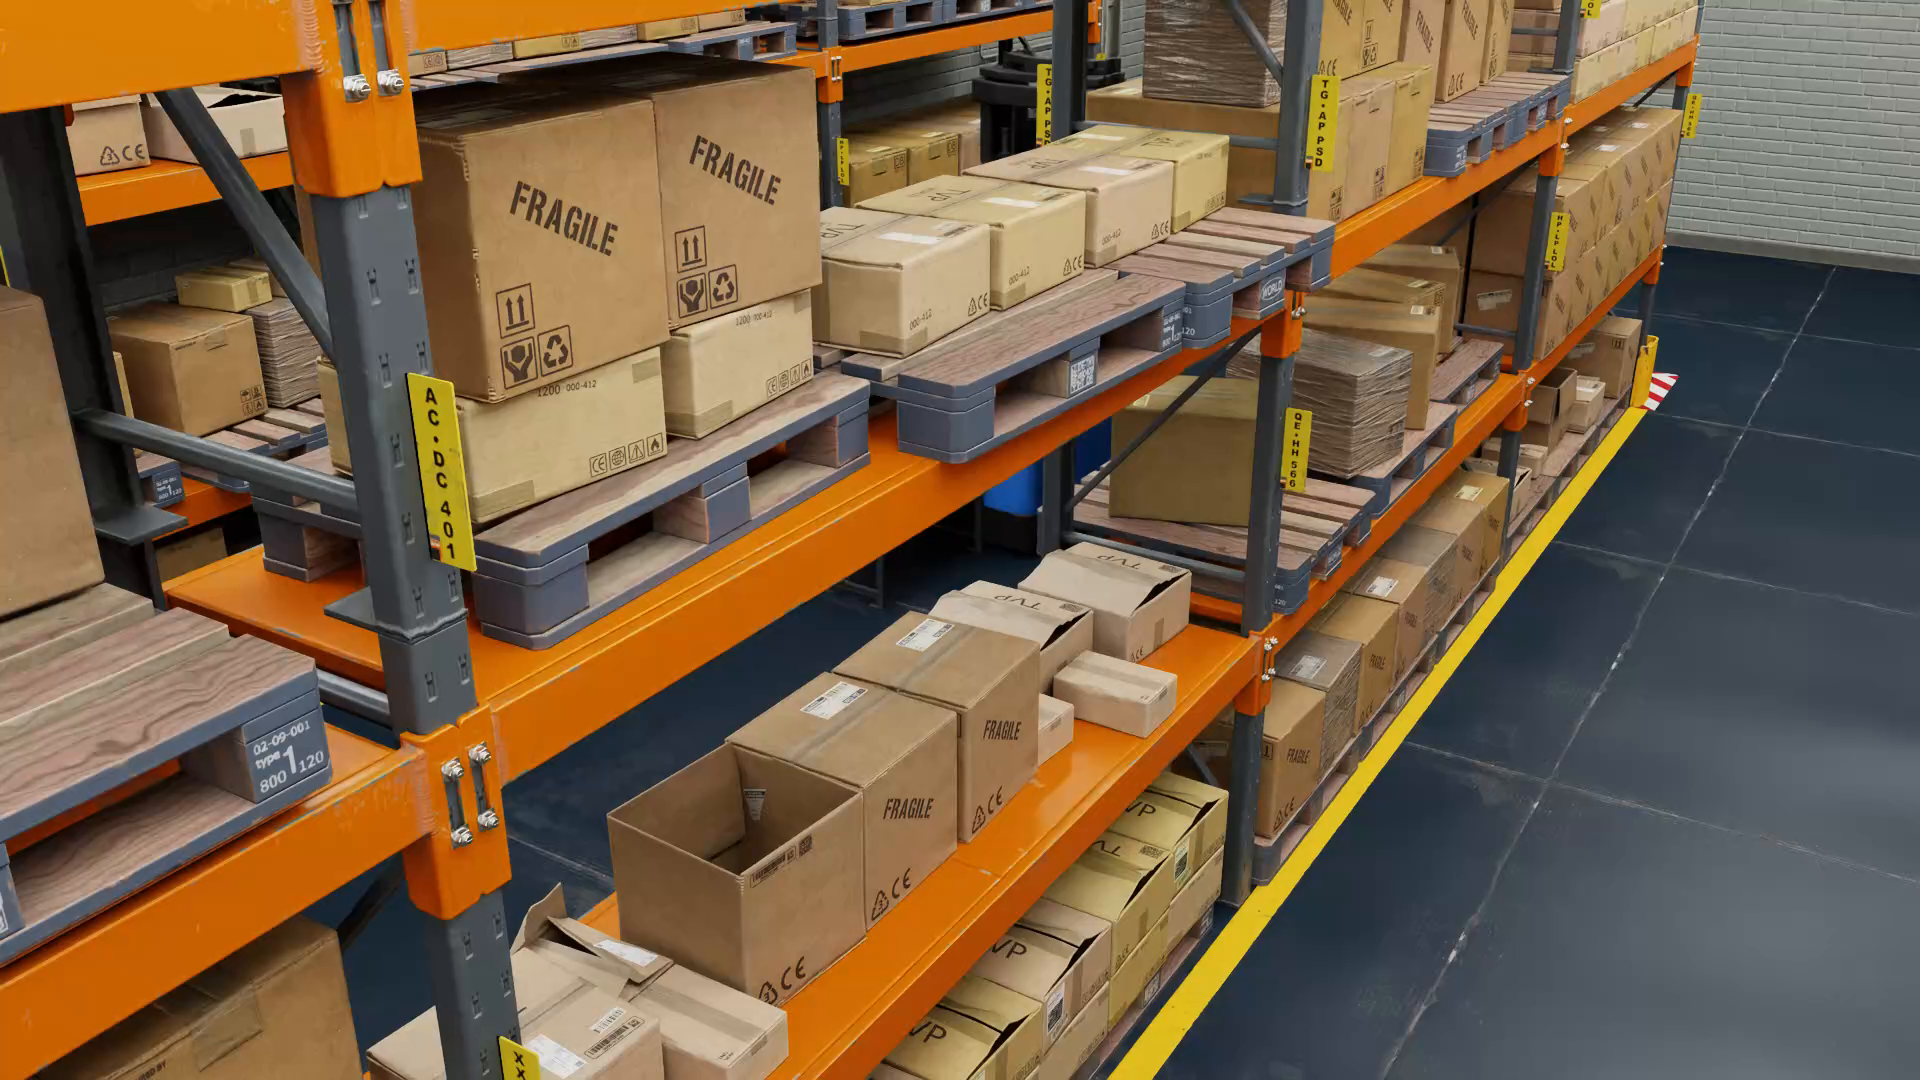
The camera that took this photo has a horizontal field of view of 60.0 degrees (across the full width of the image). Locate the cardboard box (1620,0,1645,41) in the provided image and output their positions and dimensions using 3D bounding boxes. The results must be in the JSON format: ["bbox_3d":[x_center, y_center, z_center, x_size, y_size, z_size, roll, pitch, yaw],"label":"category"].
[{"bbox_3d":[3.912,-3.258,10.283,0.500,0.250,0.500,14,27,29],"label":"cardboard box"}]

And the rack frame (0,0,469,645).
[{"bbox_3d":[-1.311,-1.326,2.486,1.000,3.000,0.127,14,27,29],"label":"rack frame"}]

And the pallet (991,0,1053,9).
[{"bbox_3d":[0.426,-4.743,14.267,1.003,0.211,1.213,14,27,29],"label":"pallet"}]

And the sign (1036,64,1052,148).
[{"bbox_3d":[0.339,-1.651,6.362,0.100,0.325,0.005,14,27,29],"label":"sign"}]

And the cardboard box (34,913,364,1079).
[{"bbox_3d":[-1.540,0.937,3.051,0.700,0.500,0.500,14,27,29],"label":"cardboard box"}]

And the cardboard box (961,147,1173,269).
[{"bbox_3d":[0.346,-1.078,5.348,0.500,0.250,0.500,15,27,30],"label":"cardboard box"}]

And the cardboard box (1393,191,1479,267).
[{"bbox_3d":[2.955,-2.003,10.216,0.500,0.500,0.500,14,27,29],"label":"cardboard box"}]

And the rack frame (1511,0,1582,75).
[{"bbox_3d":[2.909,-4.026,8.723,1.000,3.000,0.127,14,27,29],"label":"rack frame"}]

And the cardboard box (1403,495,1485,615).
[{"bbox_3d":[2.624,0.064,9.419,0.500,0.500,0.500,14,27,29],"label":"cardboard box"}]

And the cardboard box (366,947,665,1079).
[{"bbox_3d":[-1.089,1.321,4.113,0.500,0.250,0.500,16,28,32],"label":"cardboard box"}]

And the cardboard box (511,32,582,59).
[{"bbox_3d":[-2.667,-3.134,9.758,0.700,0.500,0.500,15,28,32],"label":"cardboard box"}]

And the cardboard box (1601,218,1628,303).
[{"bbox_3d":[4.209,-1.948,11.347,0.500,0.500,0.500,13,27,28],"label":"cardboard box"}]

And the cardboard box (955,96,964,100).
[{"bbox_3d":[0.548,-3.623,14.967,0.980,0.700,0.700,15,28,31],"label":"cardboard box"}]

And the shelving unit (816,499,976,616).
[{"bbox_3d":[-0.405,-0.471,9.950,0.538,1.500,1.048,16,28,32],"label":"shelving unit"}]

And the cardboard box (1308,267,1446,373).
[{"bbox_3d":[2.160,-1.153,8.984,0.700,0.500,0.500,19,30,37],"label":"cardboard box"}]

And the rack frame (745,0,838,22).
[{"bbox_3d":[-1.302,-5.063,11.118,1.000,3.000,0.127,14,27,29],"label":"rack frame"}]

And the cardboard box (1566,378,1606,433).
[{"bbox_3d":[4.414,-1.014,12.223,0.500,0.250,0.500,14,27,29],"label":"cardboard box"}]

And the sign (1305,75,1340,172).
[{"bbox_3d":[1.266,-1.454,5.807,0.100,0.325,0.005,14,27,29],"label":"sign"}]

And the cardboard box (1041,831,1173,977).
[{"bbox_3d":[0.463,1.294,6.212,0.500,0.311,0.500,13,27,28],"label":"cardboard box"}]

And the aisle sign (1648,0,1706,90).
[{"bbox_3d":[5.315,-3.775,12.422,0.394,0.787,0.004,14,27,29],"label":"aisle sign"}]

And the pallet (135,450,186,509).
[{"bbox_3d":[-4.421,-0.195,7.666,1.003,0.211,1.213,14,27,29],"label":"pallet"}]

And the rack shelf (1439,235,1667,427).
[{"bbox_3d":[3.964,-1.618,11.617,1.077,0.370,4.000,14,27,29],"label":"rack shelf"}]

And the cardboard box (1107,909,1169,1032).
[{"bbox_3d":[0.459,1.550,6.327,0.500,0.250,0.500,14,27,28],"label":"cardboard box"}]

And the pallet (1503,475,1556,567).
[{"bbox_3d":[3.272,-0.225,11.004,1.003,0.211,1.213,14,27,29],"label":"pallet"}]

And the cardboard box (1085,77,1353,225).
[{"bbox_3d":[1.000,-1.500,6.537,0.910,0.500,0.500,14,27,29],"label":"cardboard box"}]

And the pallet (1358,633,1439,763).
[{"bbox_3d":[1.869,0.703,8.862,1.003,0.211,1.213,14,27,29],"label":"pallet"}]

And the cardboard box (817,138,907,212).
[{"bbox_3d":[-1.002,-2.627,12.665,0.980,0.700,0.700,14,27,30],"label":"cardboard box"}]

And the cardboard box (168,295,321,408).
[{"bbox_3d":[-3.651,-1.047,8.713,0.700,0.500,0.500,11,26,23],"label":"cardboard box"}]

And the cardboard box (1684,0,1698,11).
[{"bbox_3d":[4.964,-3.933,11.844,0.500,0.250,0.500,14,27,29],"label":"cardboard box"}]

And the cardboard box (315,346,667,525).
[{"bbox_3d":[-0.978,-0.279,3.504,0.500,0.250,0.500,17,29,34],"label":"cardboard box"}]

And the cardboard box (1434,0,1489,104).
[{"bbox_3d":[2.247,-2.549,8.307,0.600,0.600,0.600,14,27,28],"label":"cardboard box"}]

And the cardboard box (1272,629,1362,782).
[{"bbox_3d":[1.553,0.751,7.833,0.500,0.500,0.500,13,27,27],"label":"cardboard box"}]

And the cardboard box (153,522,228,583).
[{"bbox_3d":[-4.101,0.074,8.451,0.500,0.250,0.500,14,27,30],"label":"cardboard box"}]

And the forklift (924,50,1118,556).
[{"bbox_3d":[0.822,-1.775,11.162,1.130,2.935,3.031,16,28,32],"label":"forklift"}]

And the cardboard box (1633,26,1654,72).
[{"bbox_3d":[4.168,-3.199,10.777,0.500,0.250,0.500,14,27,29],"label":"cardboard box"}]

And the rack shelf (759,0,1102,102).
[{"bbox_3d":[-0.247,-4.031,13.416,1.077,0.370,4.000,14,27,29],"label":"rack shelf"}]

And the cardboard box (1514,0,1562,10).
[{"bbox_3d":[3.133,-3.326,9.498,0.700,0.500,0.500,14,27,29],"label":"cardboard box"}]

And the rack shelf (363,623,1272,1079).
[{"bbox_3d":[-0.256,1.082,5.380,1.077,0.370,4.000,14,27,29],"label":"rack shelf"}]

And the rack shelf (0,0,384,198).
[{"bbox_3d":[-2.366,-0.137,1.149,1.077,0.370,4.000,14,27,29],"label":"rack shelf"}]

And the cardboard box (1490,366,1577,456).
[{"bbox_3d":[3.895,-0.965,11.791,0.797,0.503,0.637,14,27,29],"label":"cardboard box"}]

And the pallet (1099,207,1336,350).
[{"bbox_3d":[0.517,-0.965,5.666,1.213,0.211,1.003,15,28,31],"label":"pallet"}]

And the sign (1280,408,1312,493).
[{"bbox_3d":[1.272,-0.339,6.300,0.100,0.325,0.005,14,27,29],"label":"sign"}]

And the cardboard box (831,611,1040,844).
[{"bbox_3d":[-0.073,0.601,5.460,0.500,0.500,0.500,12,26,26],"label":"cardboard box"}]

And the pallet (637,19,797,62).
[{"bbox_3d":[-1.744,-3.279,11.014,0.805,0.209,1.217,13,26,27],"label":"pallet"}]

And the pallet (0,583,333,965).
[{"bbox_3d":[-1.739,0.384,2.422,1.003,0.211,1.213,14,27,29],"label":"pallet"}]

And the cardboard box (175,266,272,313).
[{"bbox_3d":[-3.725,-1.271,8.414,0.380,0.149,0.250,9,25,20],"label":"cardboard box"}]

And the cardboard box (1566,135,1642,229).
[{"bbox_3d":[4.211,-2.400,11.134,0.500,0.500,0.500,15,27,31],"label":"cardboard box"}]

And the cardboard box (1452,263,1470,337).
[{"bbox_3d":[2.954,-1.541,10.409,0.500,0.500,0.500,14,27,30],"label":"cardboard box"}]
